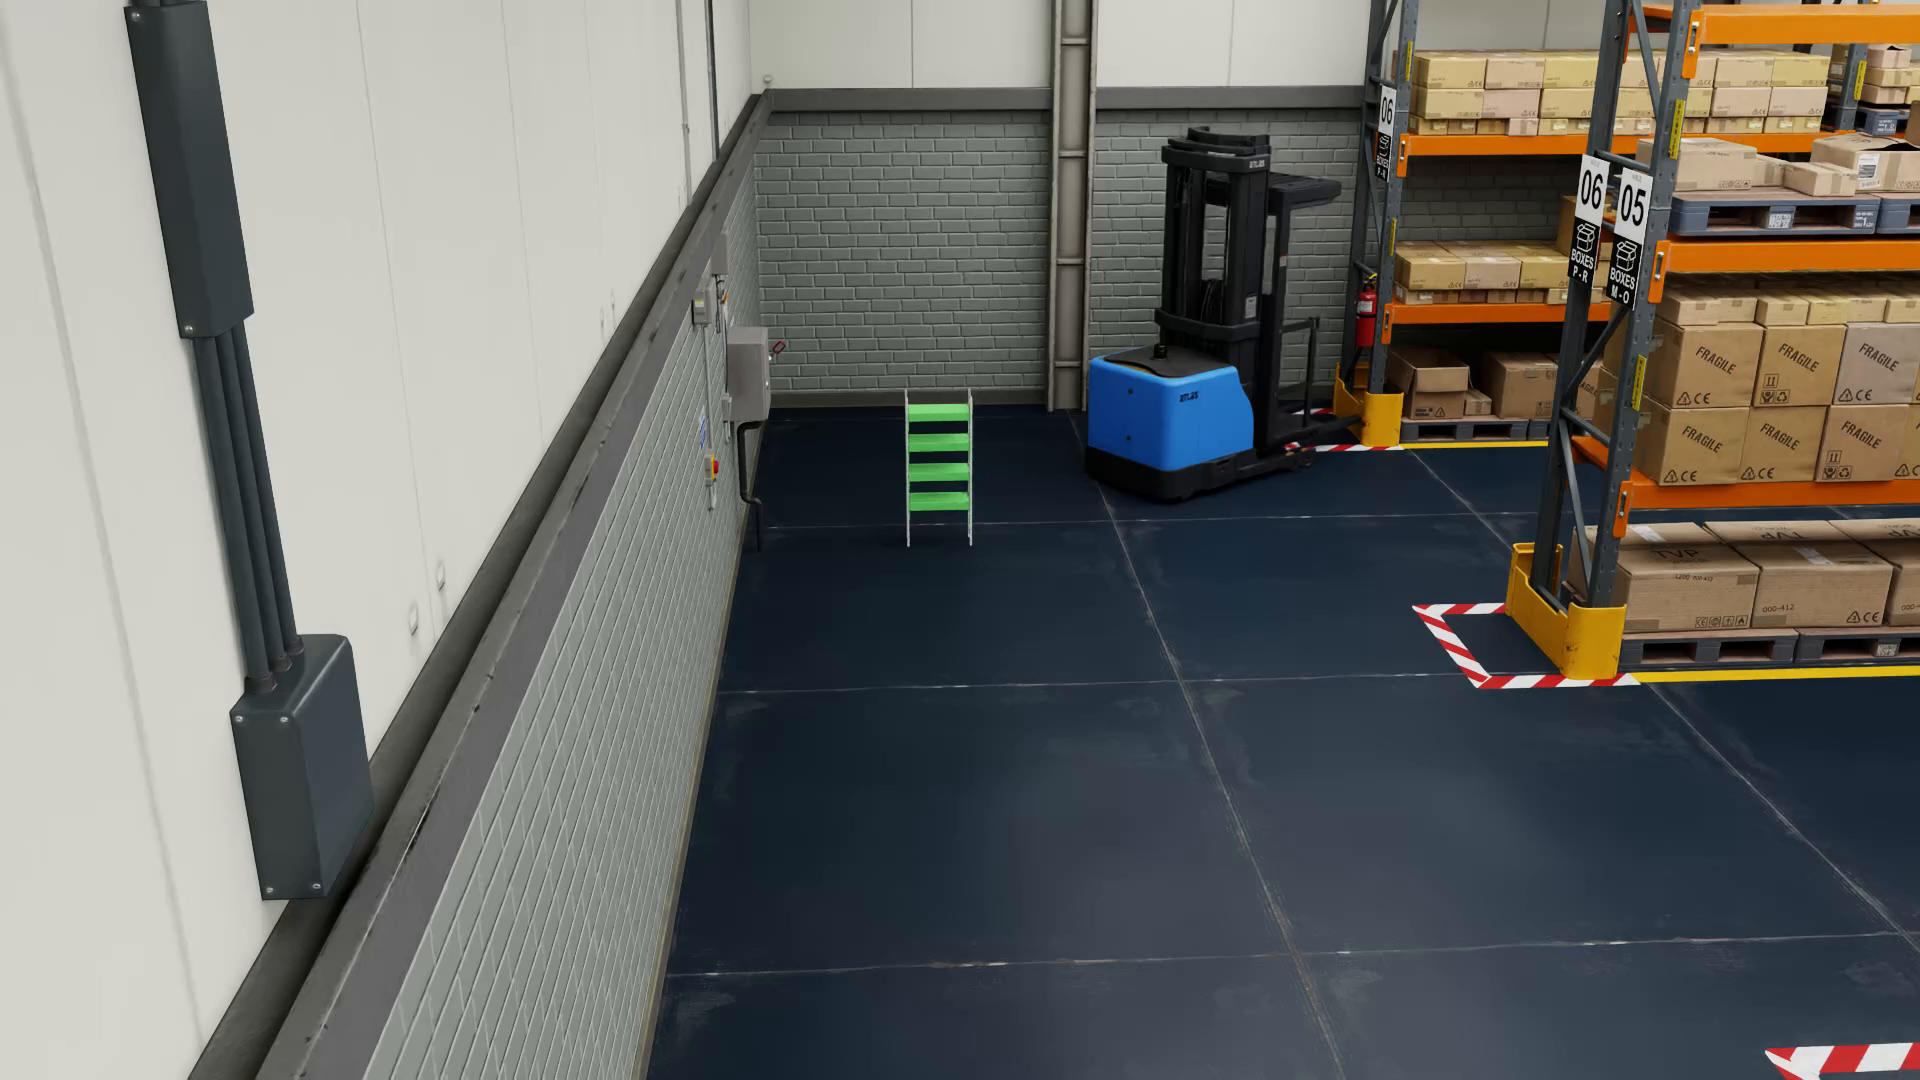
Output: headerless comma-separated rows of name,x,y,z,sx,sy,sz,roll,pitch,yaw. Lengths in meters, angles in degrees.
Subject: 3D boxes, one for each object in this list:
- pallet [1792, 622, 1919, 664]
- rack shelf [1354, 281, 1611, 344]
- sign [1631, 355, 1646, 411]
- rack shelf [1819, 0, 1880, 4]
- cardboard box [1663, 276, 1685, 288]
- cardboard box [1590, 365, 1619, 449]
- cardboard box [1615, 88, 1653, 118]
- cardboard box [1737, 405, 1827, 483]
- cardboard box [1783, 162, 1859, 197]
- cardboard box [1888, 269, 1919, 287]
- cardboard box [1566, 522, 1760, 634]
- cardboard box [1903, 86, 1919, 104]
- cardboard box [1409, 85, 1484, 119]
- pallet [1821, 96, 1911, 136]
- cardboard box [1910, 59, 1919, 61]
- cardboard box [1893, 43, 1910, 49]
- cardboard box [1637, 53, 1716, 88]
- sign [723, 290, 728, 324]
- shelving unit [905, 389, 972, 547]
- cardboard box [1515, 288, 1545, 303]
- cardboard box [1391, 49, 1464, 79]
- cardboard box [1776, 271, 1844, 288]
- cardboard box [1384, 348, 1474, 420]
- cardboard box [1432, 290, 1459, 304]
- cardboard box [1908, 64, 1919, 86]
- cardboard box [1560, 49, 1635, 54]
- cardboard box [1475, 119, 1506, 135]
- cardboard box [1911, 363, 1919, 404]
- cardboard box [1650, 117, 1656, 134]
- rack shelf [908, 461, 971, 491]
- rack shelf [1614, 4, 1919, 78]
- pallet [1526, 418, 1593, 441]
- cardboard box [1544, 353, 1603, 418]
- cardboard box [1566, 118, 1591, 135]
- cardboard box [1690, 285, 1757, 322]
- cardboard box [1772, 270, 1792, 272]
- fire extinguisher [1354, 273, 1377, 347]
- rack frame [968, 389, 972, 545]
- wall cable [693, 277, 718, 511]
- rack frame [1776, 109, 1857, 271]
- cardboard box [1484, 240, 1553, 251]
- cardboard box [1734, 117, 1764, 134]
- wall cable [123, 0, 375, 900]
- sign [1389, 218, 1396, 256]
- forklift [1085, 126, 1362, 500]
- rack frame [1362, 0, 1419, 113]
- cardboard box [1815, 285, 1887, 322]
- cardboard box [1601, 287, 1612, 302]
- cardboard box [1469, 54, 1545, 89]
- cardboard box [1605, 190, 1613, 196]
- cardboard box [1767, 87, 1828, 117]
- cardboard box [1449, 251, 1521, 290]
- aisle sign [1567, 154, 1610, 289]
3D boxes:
pallet,6.094,0.529,11.435,1.213,0.211,1.003,-1,21,-3
rack shelf,5.795,-2.174,15.626,4.000,0.370,1.077,-1,21,-3
sign,4.111,-0.951,10.074,0.005,0.325,0.100,-1,21,-3
rack shelf,9.788,-4.872,14.844,4.000,0.370,1.077,-1,21,-3
cardboard box,4.432,-1.602,10.656,0.250,0.149,0.380,-1,21,-2
cardboard box,4.551,-0.857,11.016,0.500,0.500,0.500,-1,21,-3
cardboard box,5.790,-3.895,14.712,0.500,0.250,0.500,-1,21,-4
cardboard box,5.084,-0.681,10.554,0.500,0.500,0.500,-1,21,-4
cardboard box,5.184,-2.174,10.023,0.250,0.149,0.380,0,21,-1
cardboard box,6.227,-1.666,10.825,0.250,0.149,0.380,-1,21,-3
cardboard box,4.738,0.246,11.270,0.875,0.438,0.875,-2,21,-5
cardboard box,8.373,-3.936,14.650,0.250,0.149,0.380,-1,21,-2
cardboard box,4.257,-3.852,14.600,0.500,0.250,0.500,-1,21,-4
pallet,8.446,-3.853,15.074,1.003,0.211,1.213,-1,21,-3
cardboard box,8.850,-4.288,15.157,0.250,0.149,0.380,-1,21,-2
cardboard box,8.355,-4.459,15.022,0.258,0.266,0.396,-1,21,-3
cardboard box,6.289,-4.139,14.650,0.500,0.250,0.500,-1,21,-2
sign,-1.721,-1.695,12.196,0.001,0.242,0.339,-1,21,-3
shelving unit,-0.165,-0.557,12.899,0.503,1.200,0.258,-1,21,-3
cardboard box,5.174,-2.291,15.277,0.250,0.149,0.380,-1,21,-2
cardboard box,4.226,-4.282,15.027,0.500,0.250,0.500,-2,21,-5
cardboard box,5.456,-1.621,10.707,0.250,0.149,0.380,-1,21,-4
cardboard box,4.414,-1.478,15.705,0.637,0.503,0.797,-2,21,-5
cardboard box,4.393,-2.283,15.255,0.250,0.149,0.380,-1,21,-2
cardboard box,8.377,-4.098,14.658,0.250,0.149,0.380,-1,21,-2
cardboard box,5.760,-4.307,15.093,0.500,0.250,0.500,-1,21,-3
cardboard box,4.647,-3.692,14.739,0.250,0.149,0.380,-1,21,-3
cardboard box,6.107,-1.166,10.421,0.500,0.500,0.500,-1,21,-3
cardboard box,6.171,-3.711,14.790,0.250,0.149,0.380,-1,21,-3
rack shelf,-0.165,-0.498,12.921,0.480,0.148,0.258,-1,21,-3
rack shelf,6.082,-3.028,9.999,4.000,0.370,1.077,-1,21,-3
pallet,5.885,-1.208,15.998,1.213,0.211,1.003,-1,21,-3
cardboard box,5.803,-1.455,15.650,0.500,0.500,0.500,-1,21,-2
cardboard box,5.406,-3.695,14.748,0.250,0.149,0.380,-1,21,-4
cardboard box,4.713,-1.463,10.291,0.250,0.149,0.380,-1,21,-2
cardboard box,7.297,-2.523,15.324,0.500,0.250,0.500,-1,21,-2
fire extinguisher,3.677,-2.092,15.033,0.183,0.674,0.296,-1,21,-3
rack frame,0.078,-0.562,12.912,0.015,1.200,0.240,-1,21,-3
wall cable,-1.543,-1.073,10.252,0.123,1.953,0.585,-1,21,-3
rack frame,7.791,-2.551,15.605,0.127,3.000,1.000,-1,21,-3
cardboard box,5.252,-2.661,15.686,0.500,0.250,0.500,-1,21,-1
cardboard box,6.936,-3.717,14.805,0.250,0.149,0.380,0,21,-1
wall cable,-1.191,-2.603,2.789,0.120,5.999,2.277,-1,21,-3
sign,3.829,-2.681,14.731,0.005,0.325,0.100,-1,21,-3
forklift,2.552,-2.114,14.554,3.031,2.935,1.130,-16,26,-36
rack frame,3.798,-5.273,14.324,0.127,3.000,1.000,-1,21,-3
cardboard box,5.500,-1.463,10.292,0.250,0.149,0.380,-1,21,-3
cardboard box,5.946,-2.312,15.332,0.250,0.149,0.380,-1,21,-3
cardboard box,4.764,-4.097,14.542,0.500,0.250,0.500,-1,21,-3
cardboard box,6.289,-3.034,15.614,0.500,0.500,0.500,-2,21,-5
cardboard box,7.324,-3.923,14.786,0.500,0.250,0.500,-1,21,-3
cardboard box,4.770,-2.462,15.165,0.500,0.250,0.500,-1,21,-2
aisle sign,3.995,-2.030,10.584,0.004,0.787,0.394,-1,21,-3
